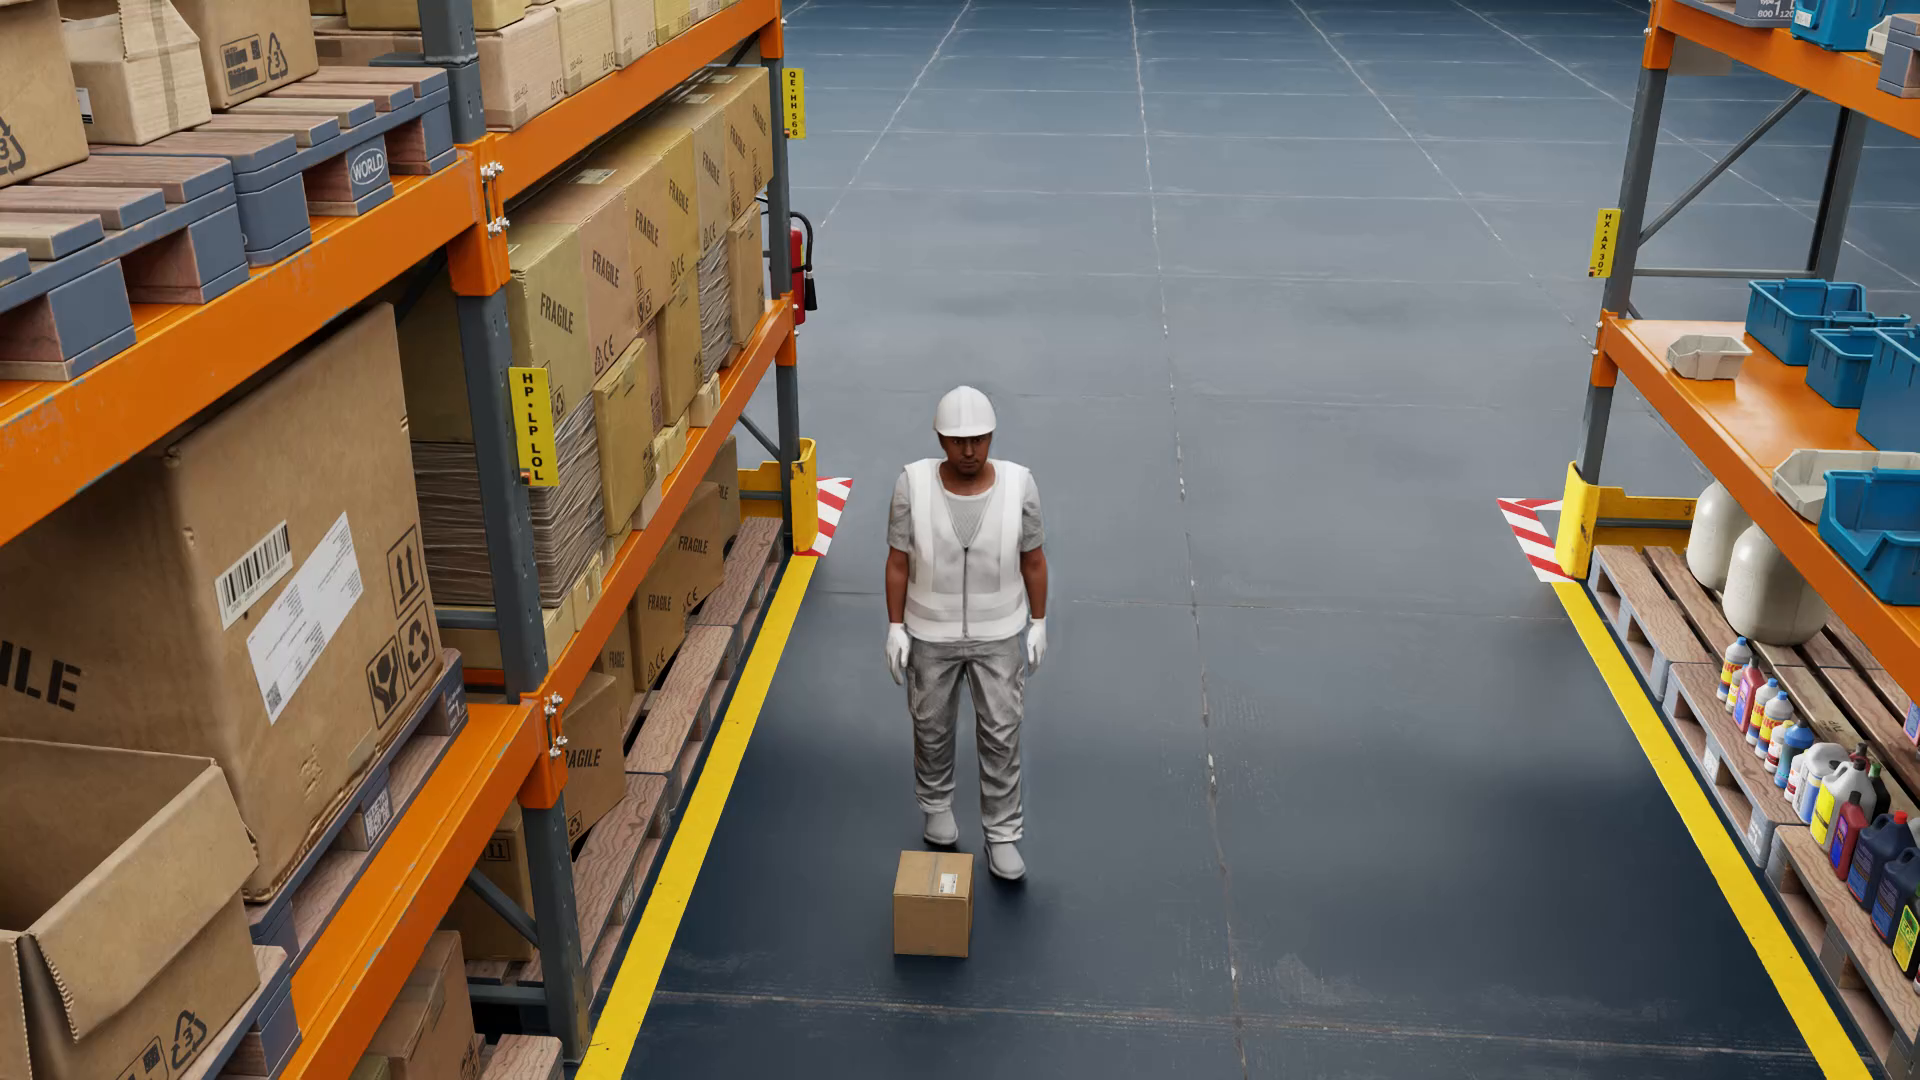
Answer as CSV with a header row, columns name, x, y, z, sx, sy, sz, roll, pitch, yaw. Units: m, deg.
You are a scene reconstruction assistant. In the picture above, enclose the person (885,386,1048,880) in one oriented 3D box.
name,x,y,z,sx,sy,sz,roll,pitch,yaw
person,0.025,0.335,5.810,0.573,1.790,0.525,-1,24,-1
